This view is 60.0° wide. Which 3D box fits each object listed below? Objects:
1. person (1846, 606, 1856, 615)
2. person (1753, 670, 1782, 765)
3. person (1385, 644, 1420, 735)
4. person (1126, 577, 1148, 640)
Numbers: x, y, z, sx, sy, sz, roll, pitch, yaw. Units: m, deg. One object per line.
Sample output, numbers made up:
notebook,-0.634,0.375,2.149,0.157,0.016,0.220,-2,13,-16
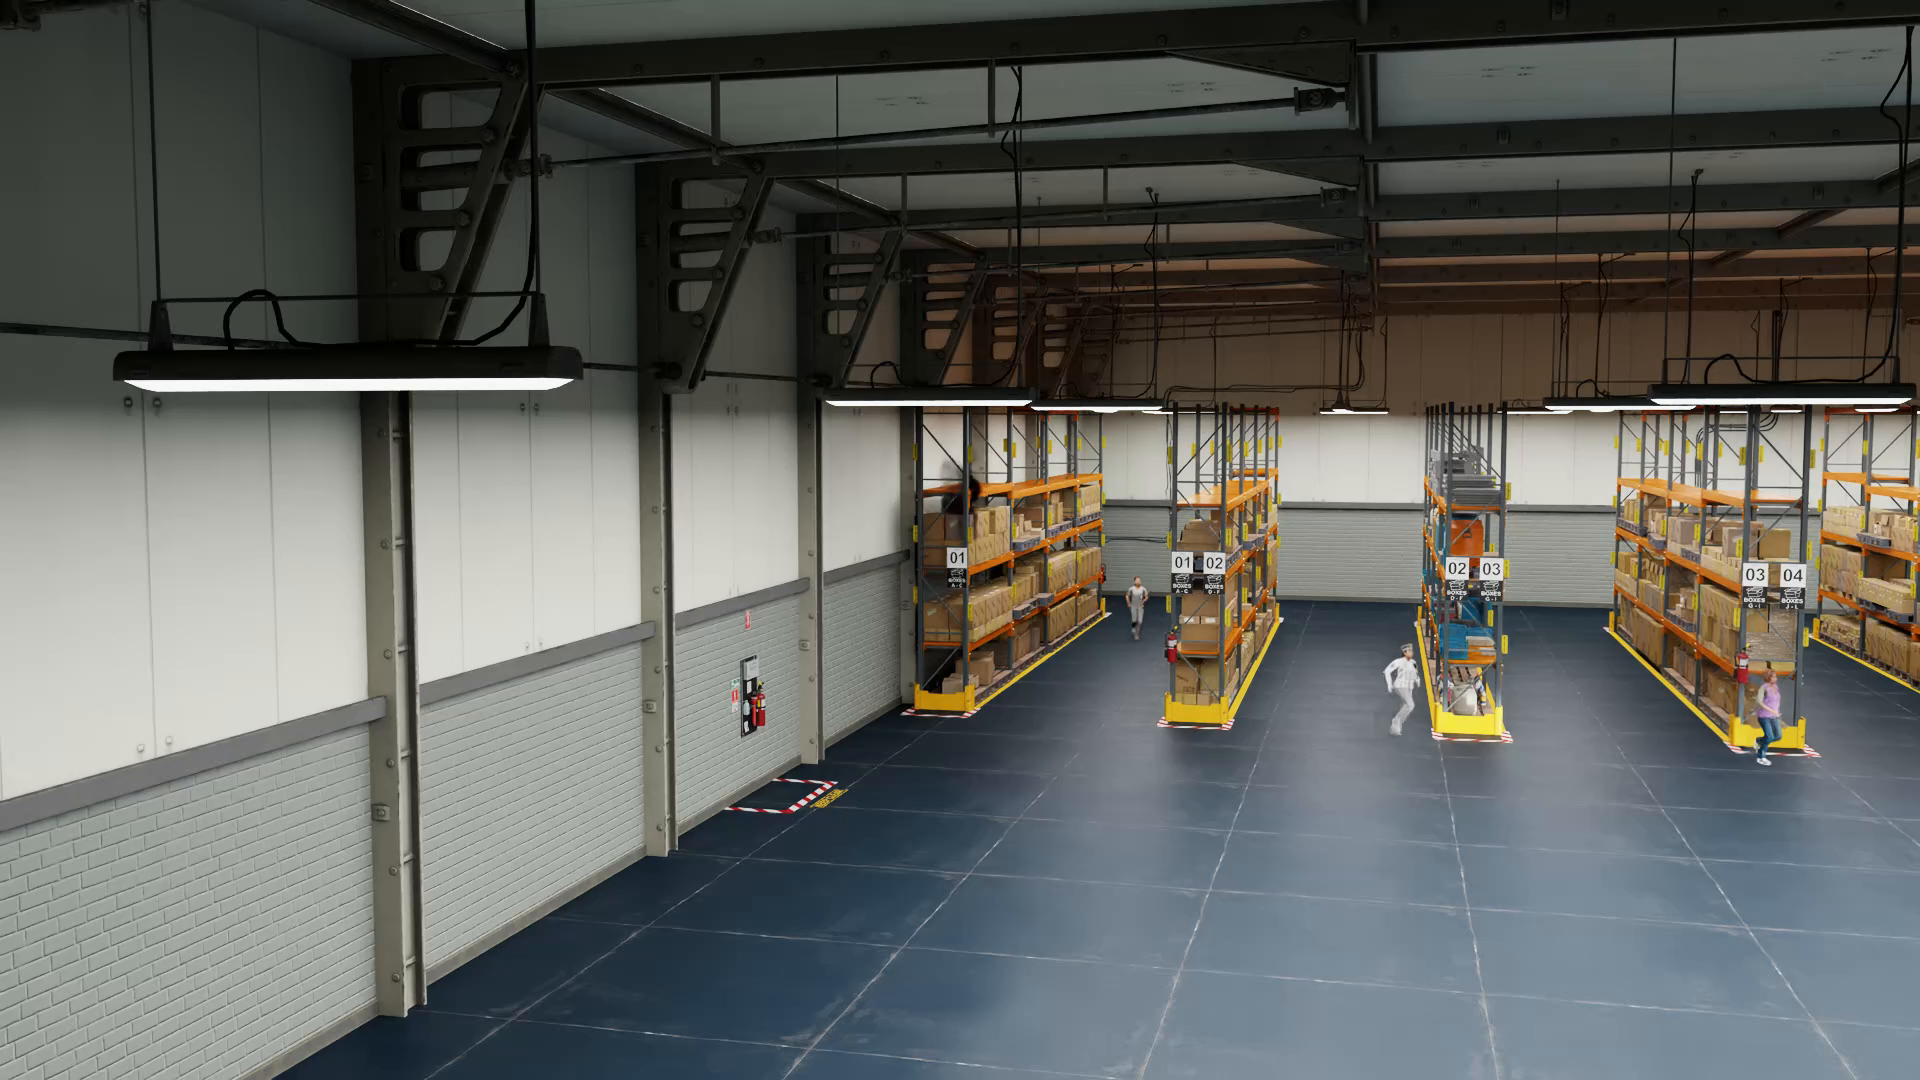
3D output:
person,23.743,1.642,44.150,0.574,1.652,0.791,4,6,42
person,13.365,2.929,27.485,0.579,1.562,0.570,-2,5,-28
person,8.041,2.685,29.912,0.611,1.647,0.568,-2,5,-28
person,4.566,1.759,42.838,0.565,1.612,0.565,0,4,2
